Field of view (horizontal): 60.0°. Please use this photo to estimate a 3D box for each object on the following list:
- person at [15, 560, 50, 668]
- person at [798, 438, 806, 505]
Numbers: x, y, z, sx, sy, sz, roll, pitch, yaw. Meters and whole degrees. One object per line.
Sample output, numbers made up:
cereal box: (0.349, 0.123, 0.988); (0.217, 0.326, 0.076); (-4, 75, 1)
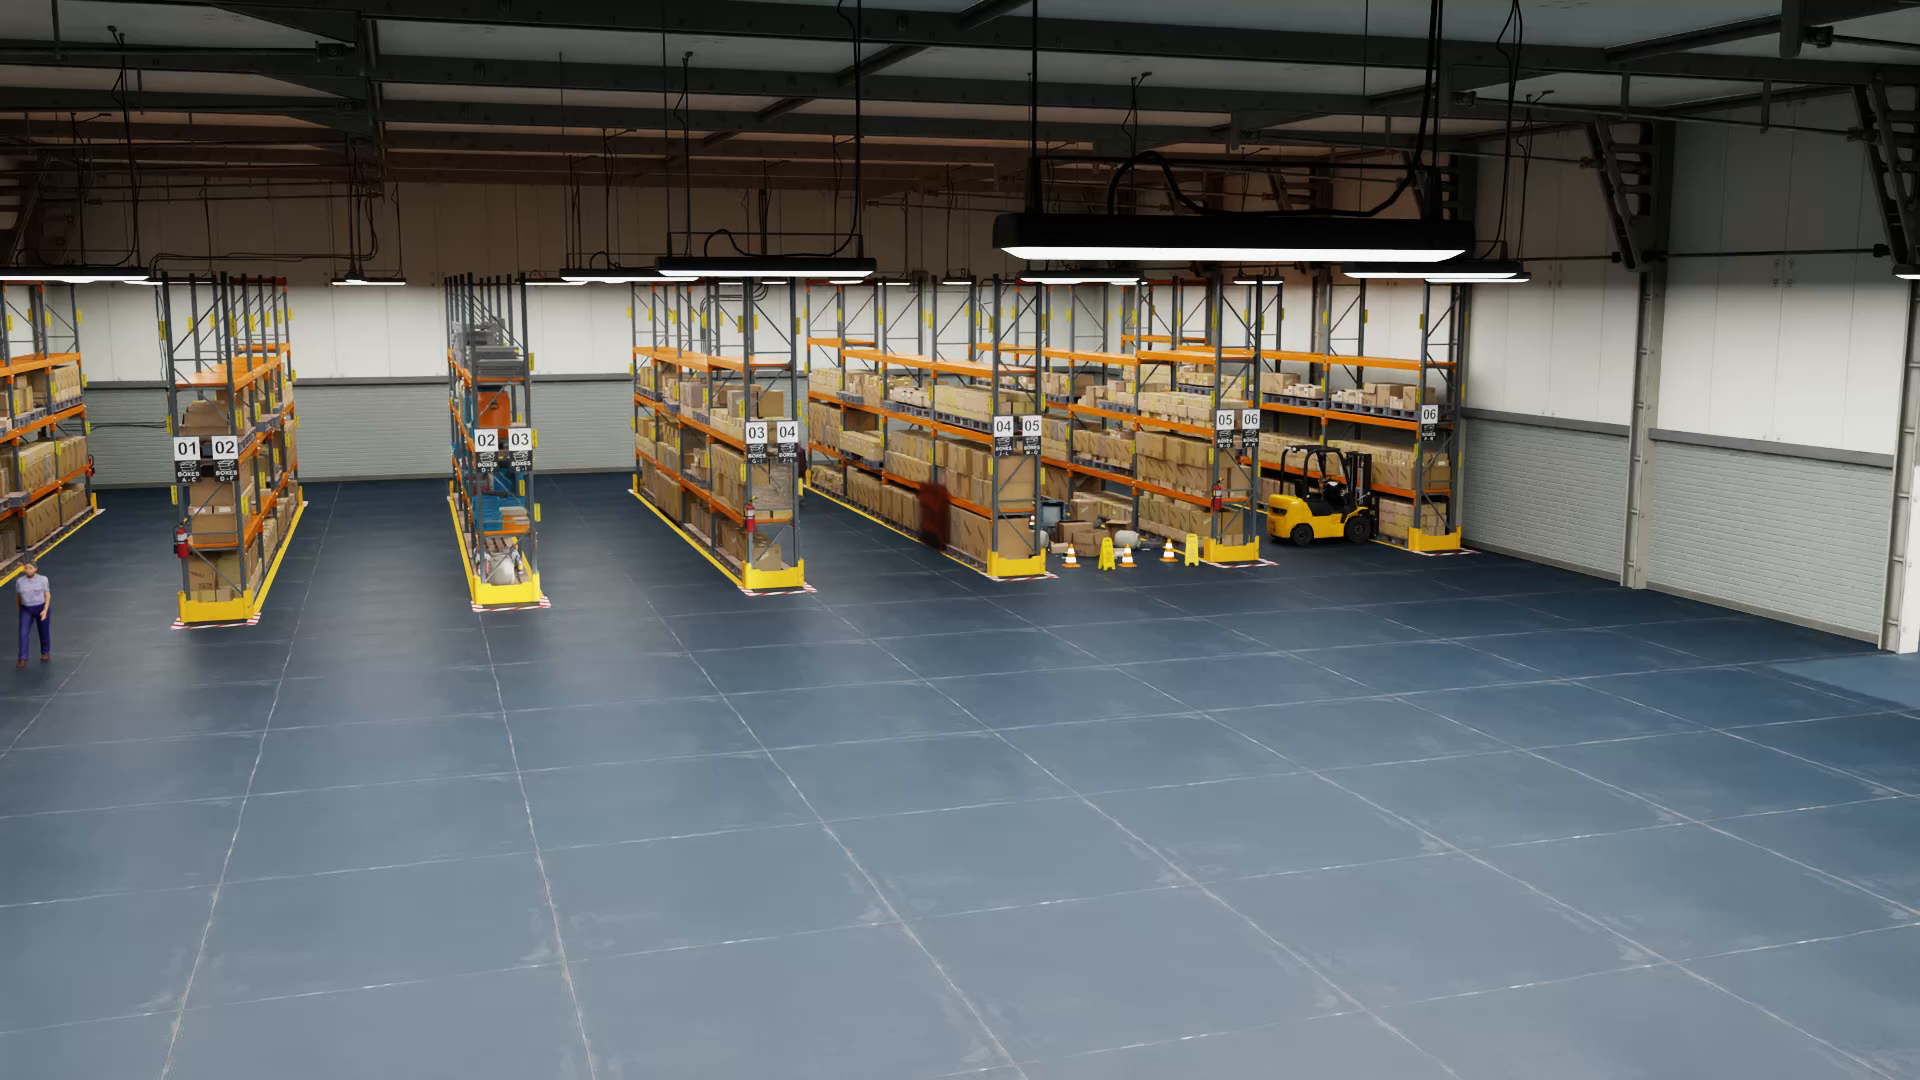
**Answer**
person: (-14.130, 1.107, 25.332); (0.512, 1.598, 0.972); (-4, 10, -25)
person: (-4.276, -1.818, 44.188); (0.539, 1.779, 0.639); (4, 10, 26)
